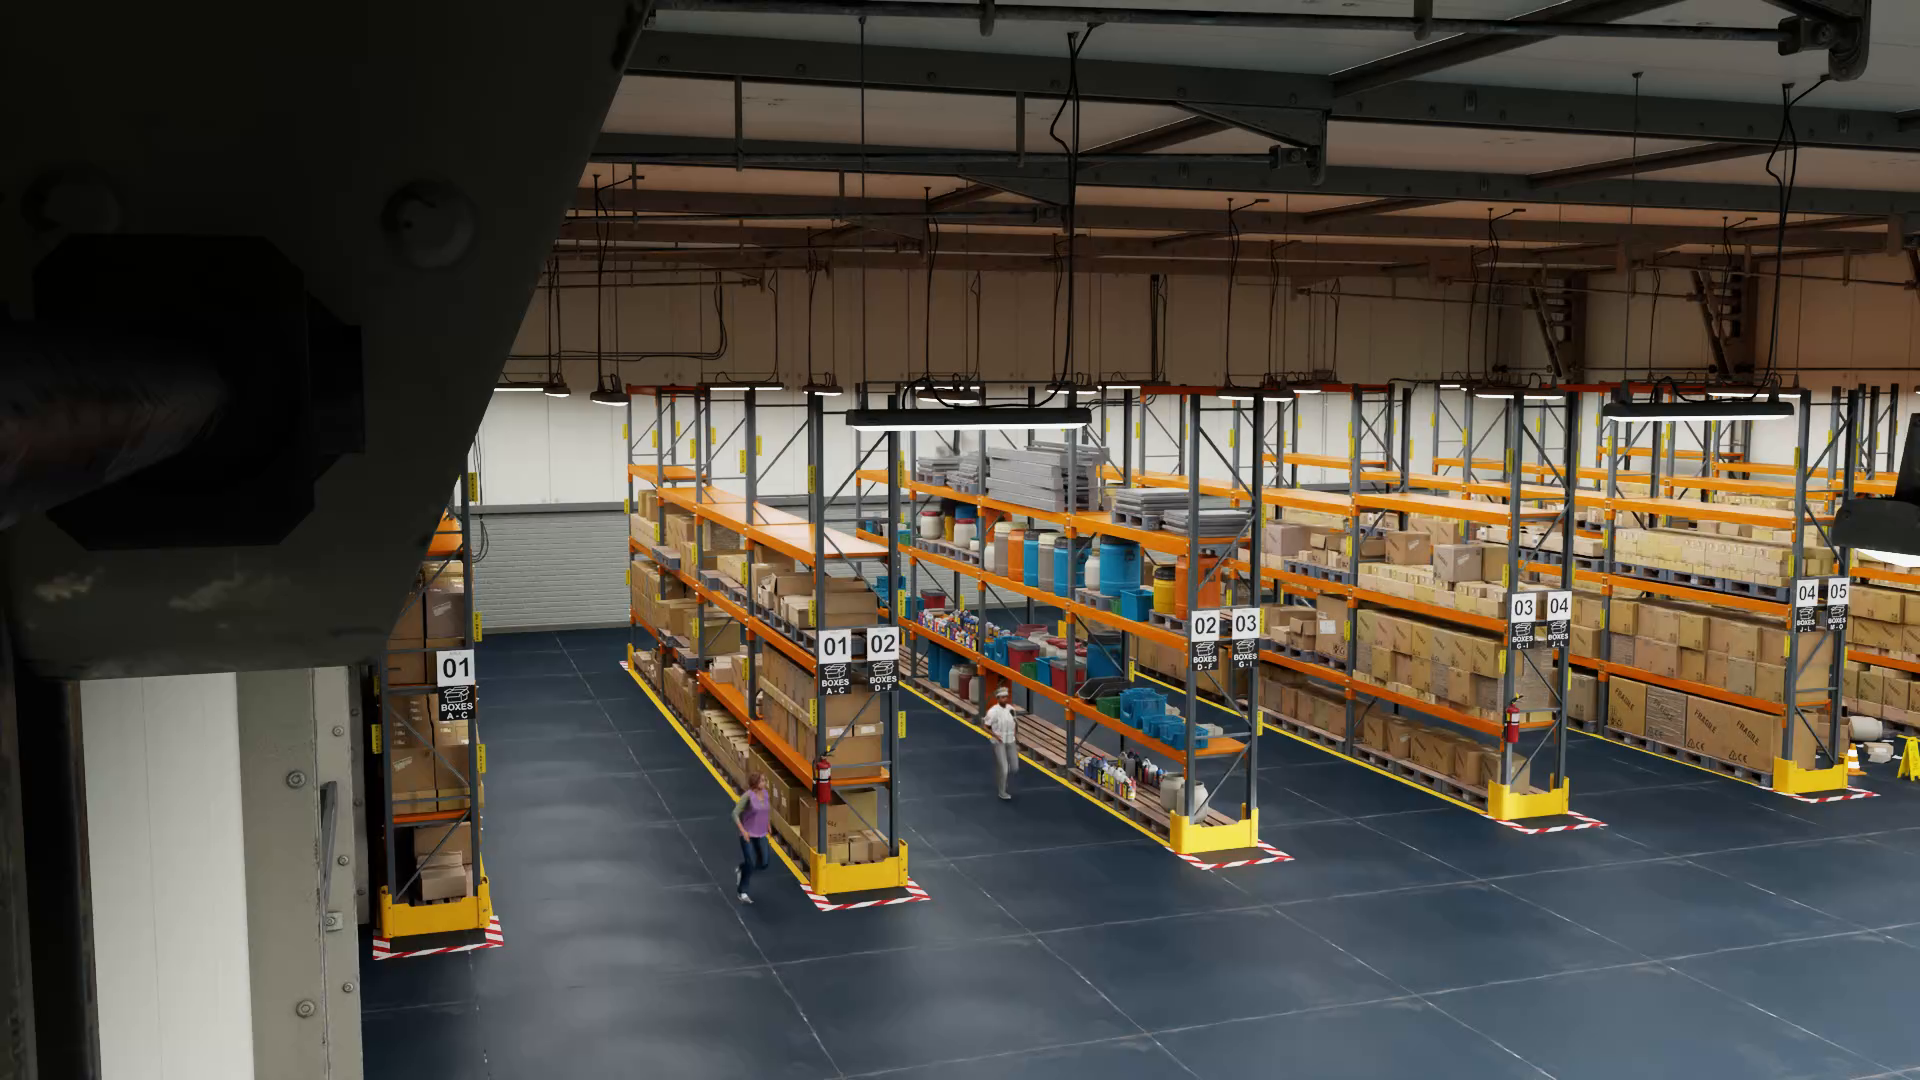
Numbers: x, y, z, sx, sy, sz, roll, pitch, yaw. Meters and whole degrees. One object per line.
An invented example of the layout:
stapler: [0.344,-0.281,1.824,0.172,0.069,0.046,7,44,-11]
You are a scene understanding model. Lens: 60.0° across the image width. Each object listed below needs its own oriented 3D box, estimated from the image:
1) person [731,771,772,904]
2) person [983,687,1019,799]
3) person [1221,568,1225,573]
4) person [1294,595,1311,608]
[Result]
person: [-2.479,3.533,19.896,0.585,1.553,0.504,-5,8,-42]
person: [0.636,2.984,24.524,0.573,1.640,0.543,-3,7,-27]
person: [6.058,1.482,39.062,0.704,1.647,0.552,0,6,2]
person: [8.466,1.099,41.847,0.993,1.788,0.682,-2,6,-21]
